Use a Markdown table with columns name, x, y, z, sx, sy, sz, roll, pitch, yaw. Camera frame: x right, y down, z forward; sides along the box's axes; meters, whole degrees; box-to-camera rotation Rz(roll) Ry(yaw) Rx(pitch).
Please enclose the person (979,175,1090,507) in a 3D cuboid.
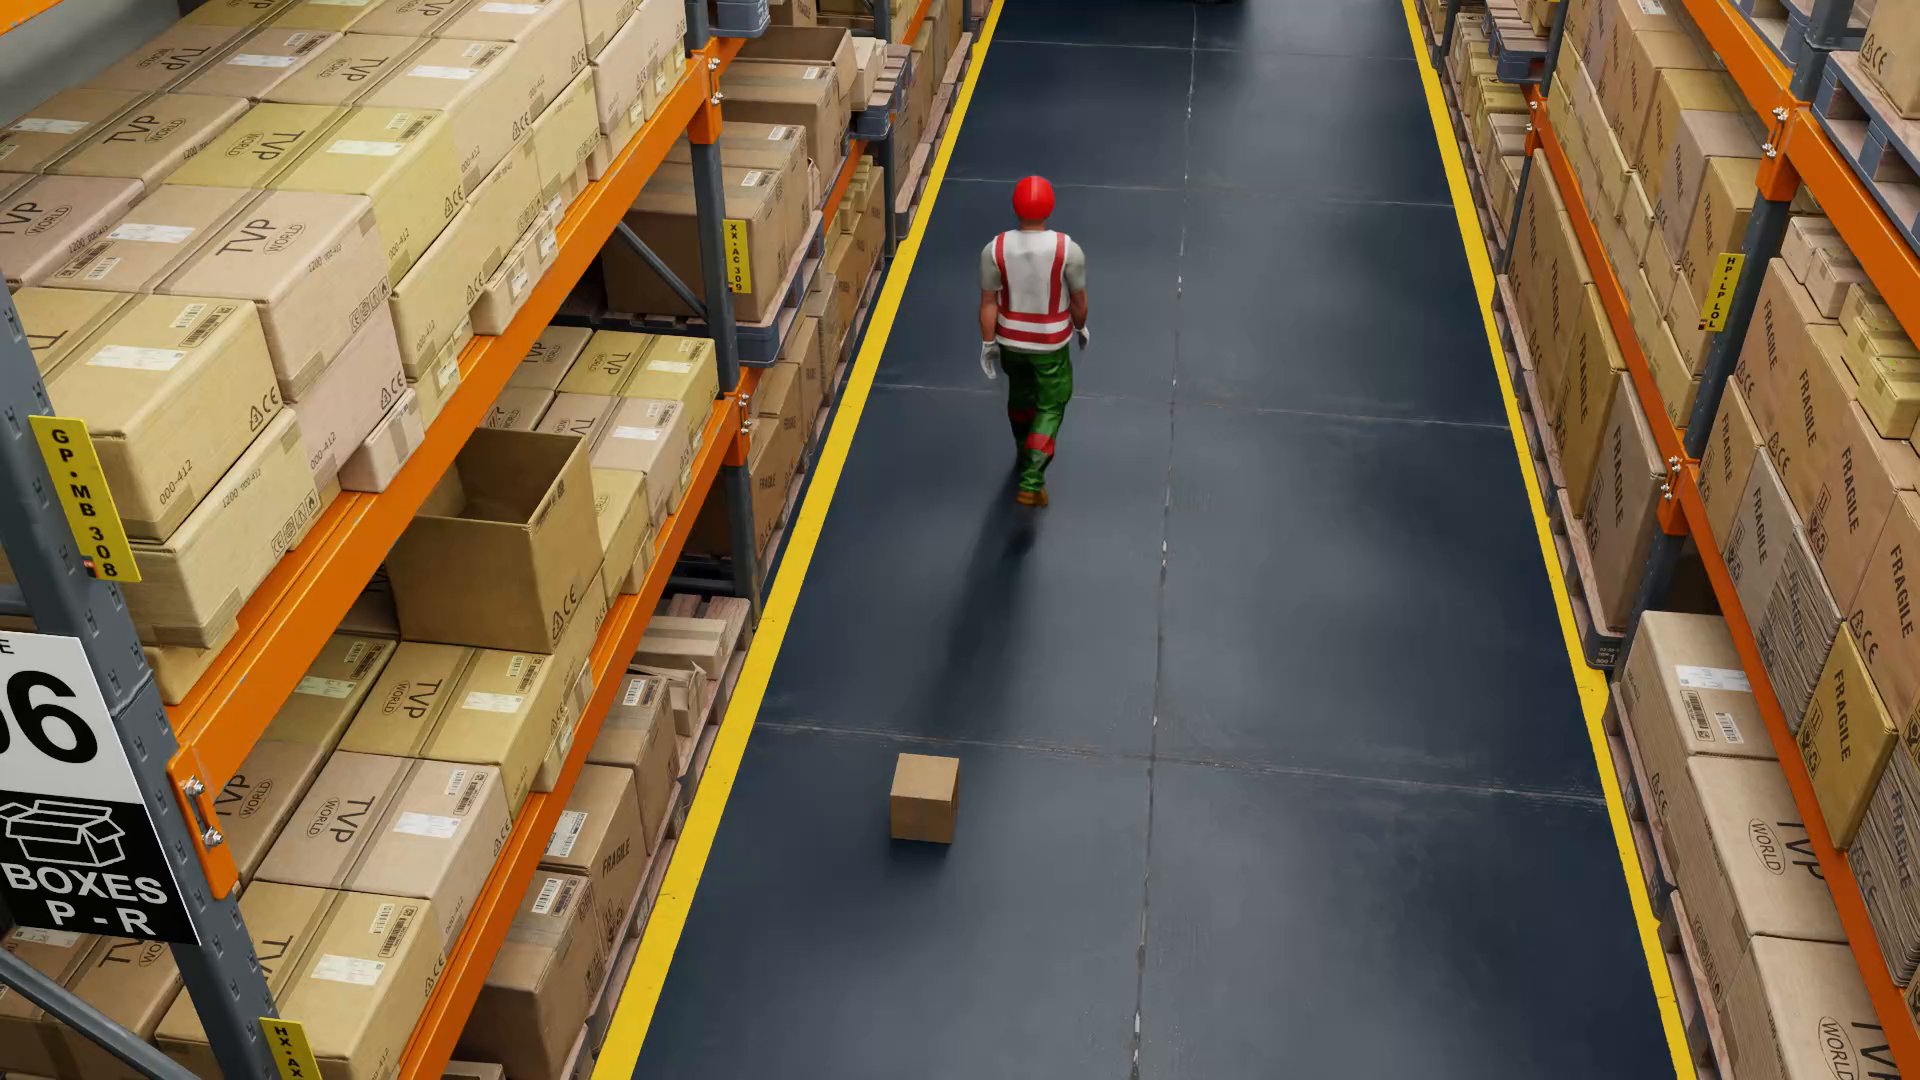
| name | x | y | z | sx | sy | sz | roll | pitch | yaw |
| --- | --- | --- | --- | --- | --- | --- | --- | --- | --- |
| person | 0.369 | -1.023 | 8.432 | 0.531 | 1.749 | 1.005 | 9 | 37 | 12 |
